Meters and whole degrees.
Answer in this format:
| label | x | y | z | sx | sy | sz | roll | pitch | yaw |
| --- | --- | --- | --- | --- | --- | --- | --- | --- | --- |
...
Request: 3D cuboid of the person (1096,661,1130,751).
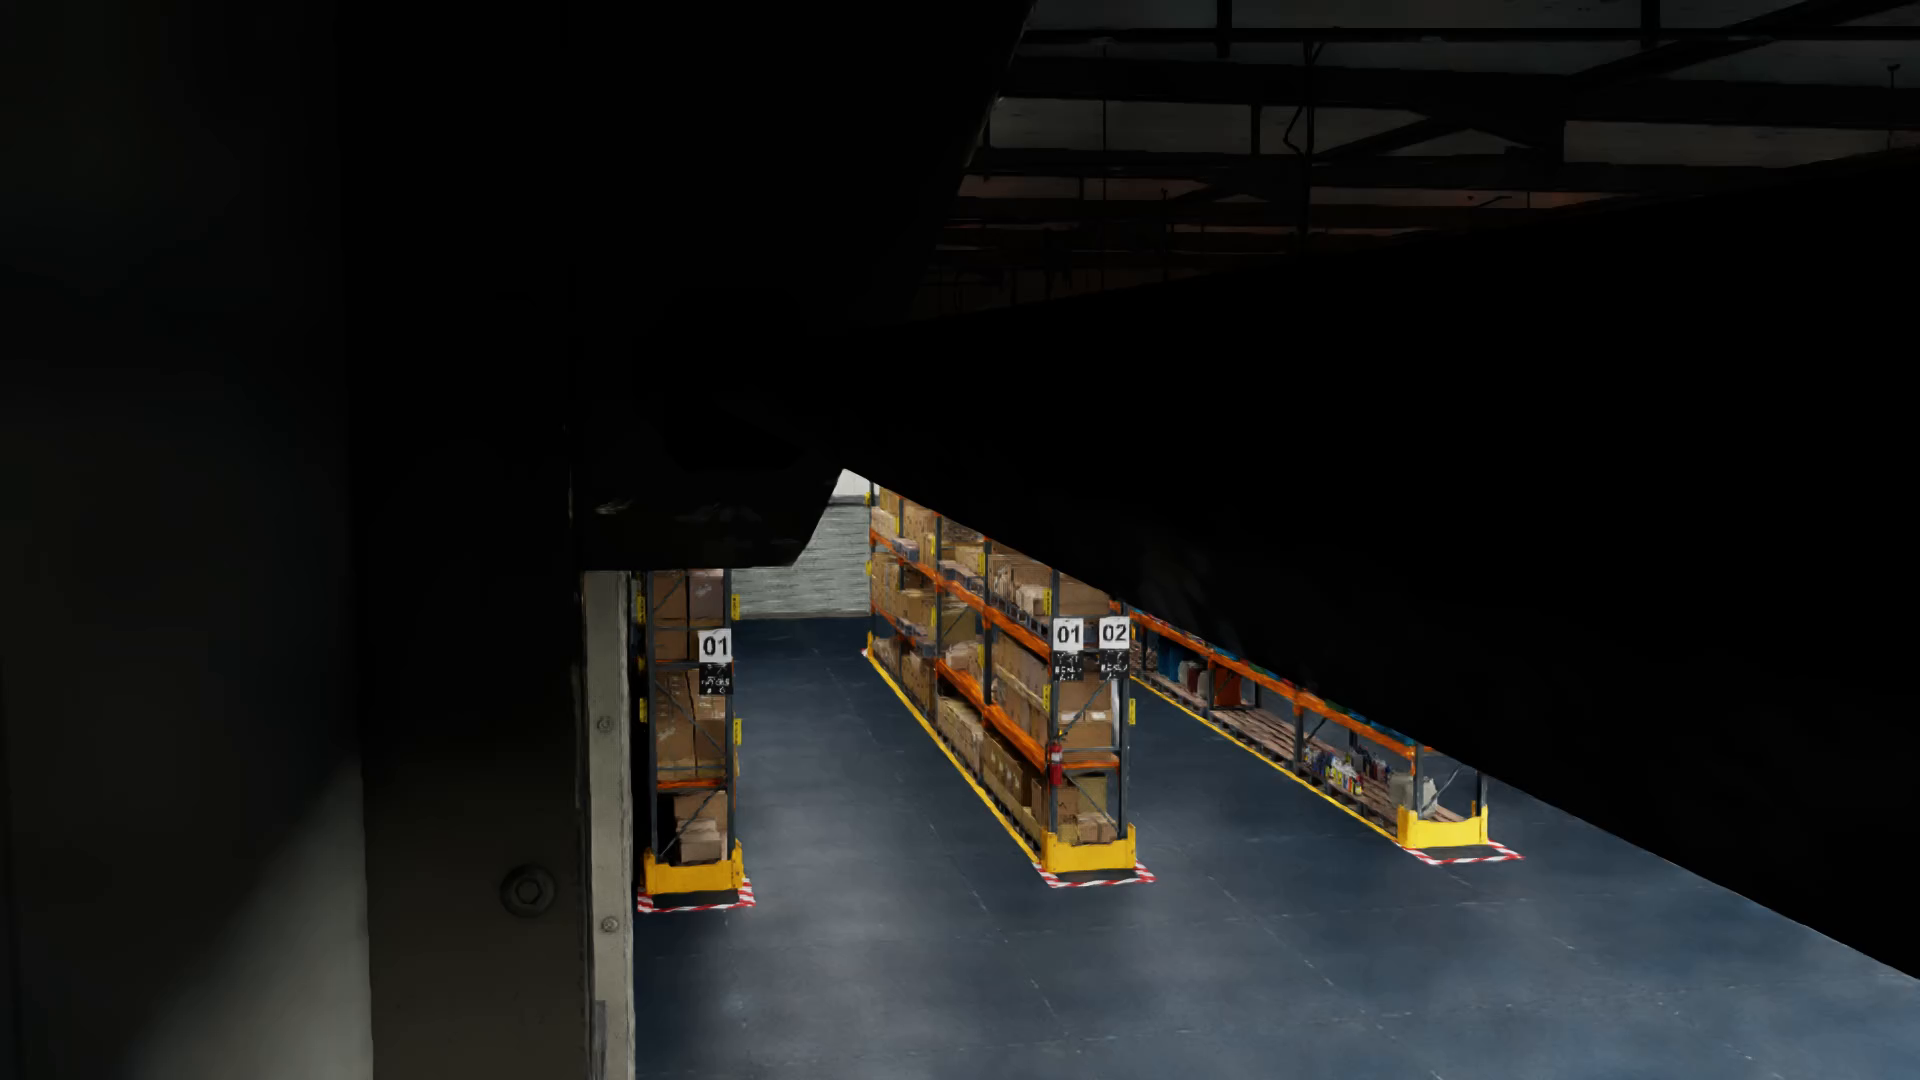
| label | x | y | z | sx | sy | sz | roll | pitch | yaw |
| --- | --- | --- | --- | --- | --- | --- | --- | --- | --- |
| person | 2.399 | 2.696 | 27.447 | 0.577 | 1.519 | 1.104 | -2 | 6 | -20 |
